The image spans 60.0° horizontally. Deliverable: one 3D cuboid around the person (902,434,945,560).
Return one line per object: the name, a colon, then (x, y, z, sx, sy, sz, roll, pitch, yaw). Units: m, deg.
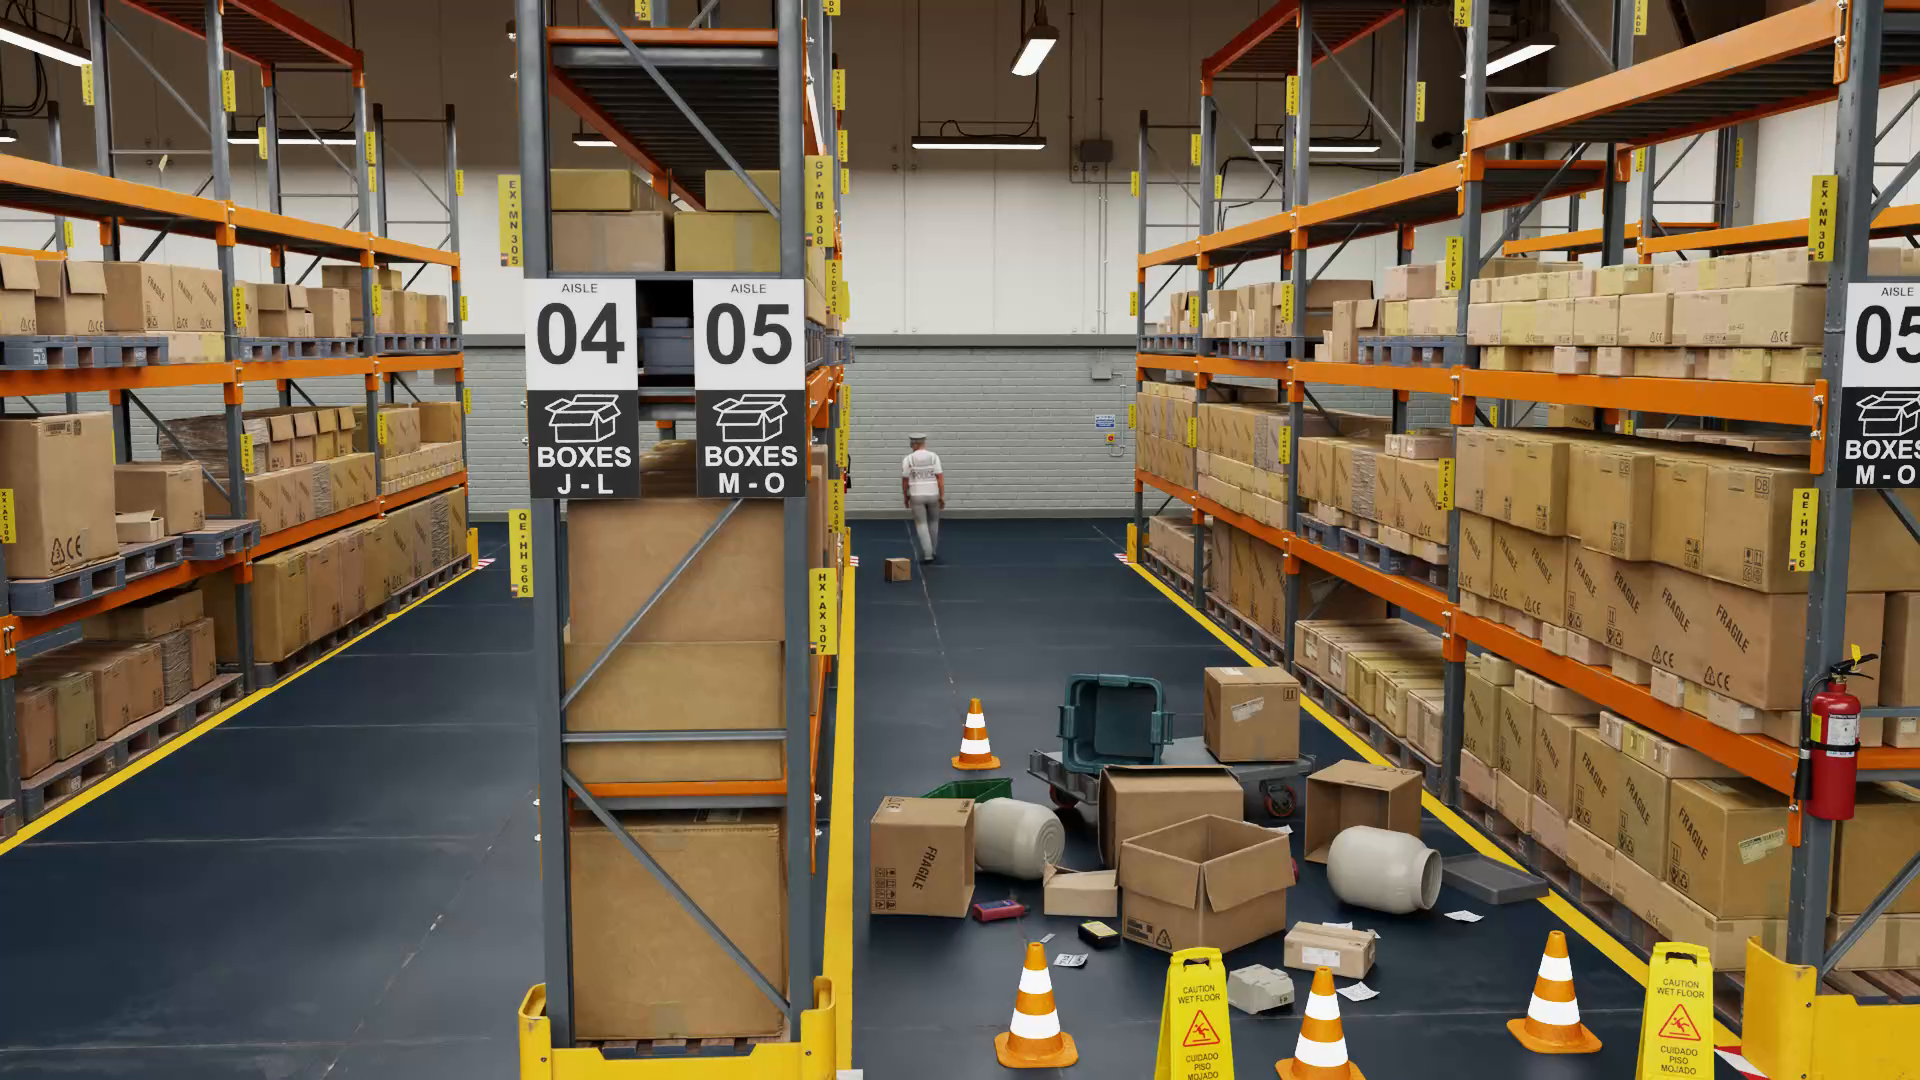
person: (-0.527, -0.596, 22.676, 0.585, 1.716, 0.848, -2, 7, -15)
